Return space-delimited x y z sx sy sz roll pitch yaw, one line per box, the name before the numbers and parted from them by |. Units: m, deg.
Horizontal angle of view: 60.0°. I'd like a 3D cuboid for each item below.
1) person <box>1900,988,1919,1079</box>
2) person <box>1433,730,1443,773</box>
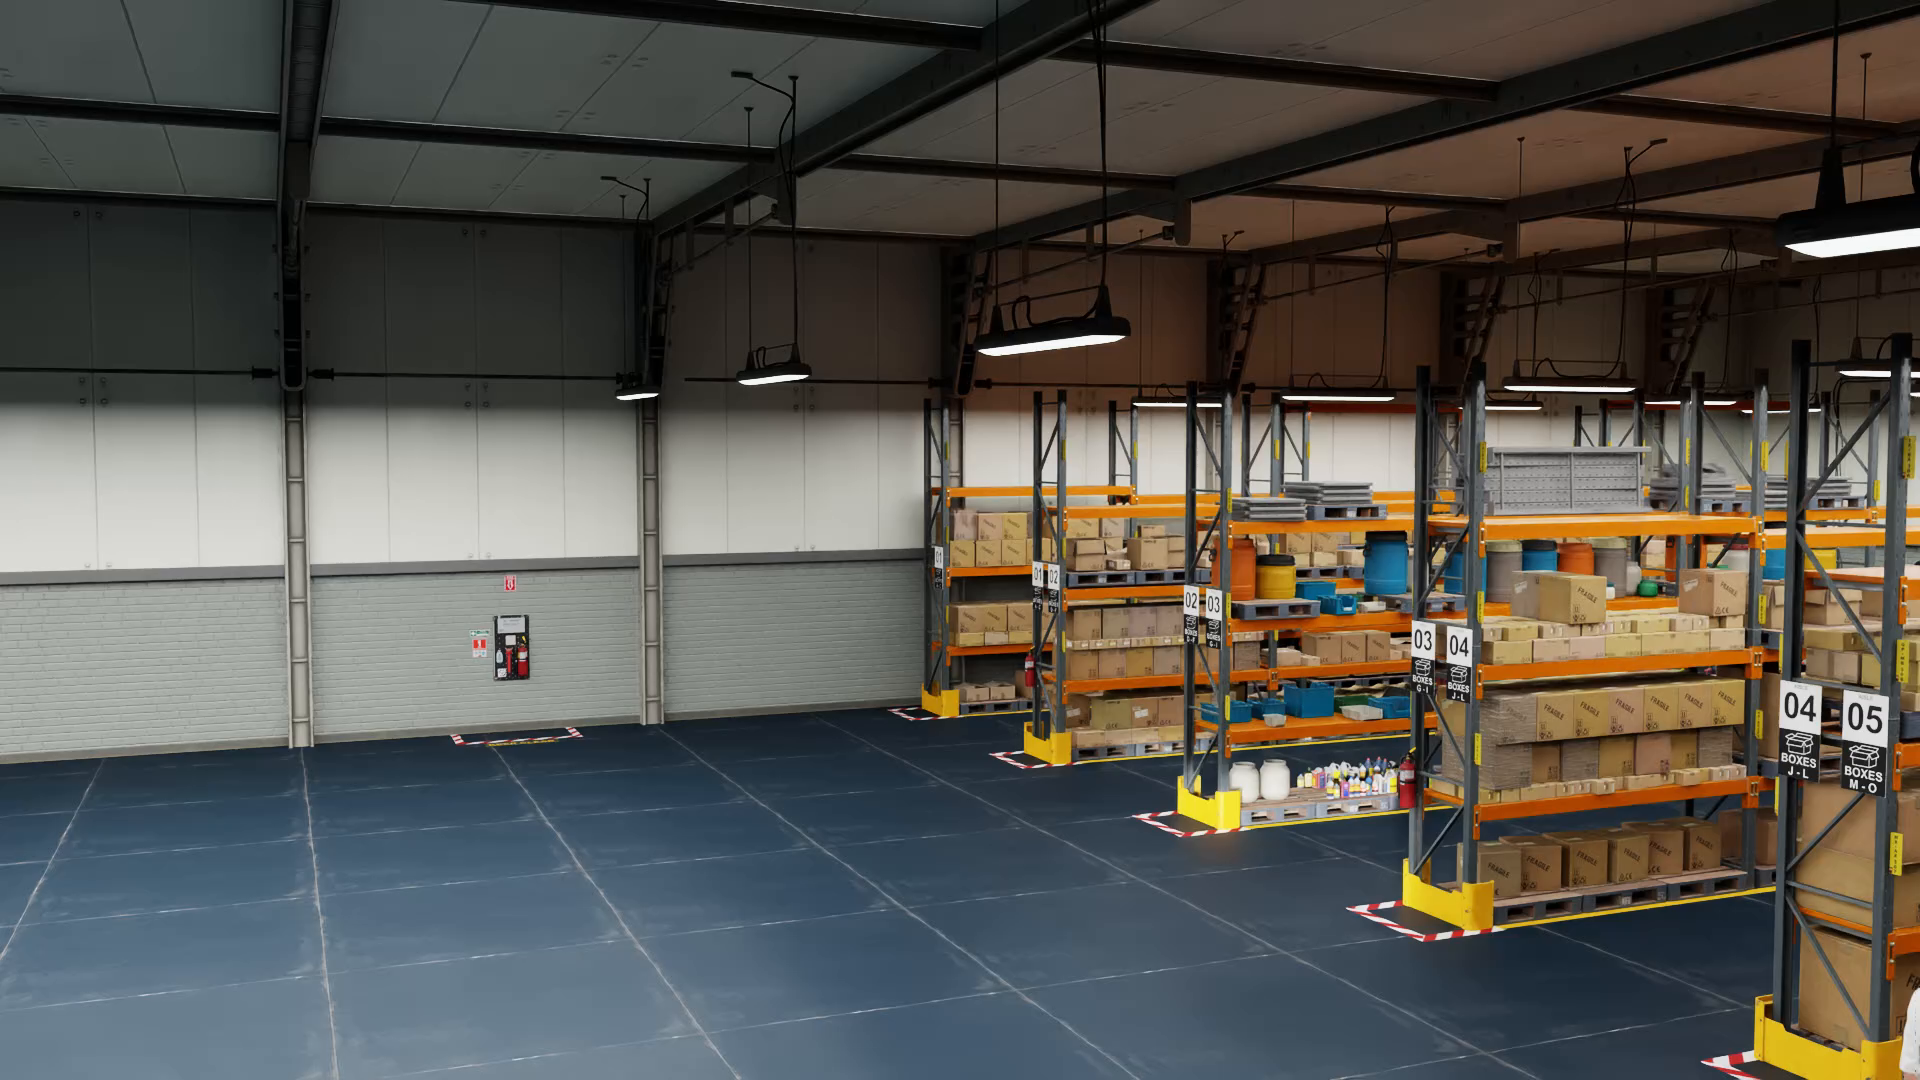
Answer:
person | 6.698 3.625 11.172 0.617 1.745 1.061 1 3 13
person | 7.526 2.826 25.484 0.523 1.663 1.075 -1 3 -12
